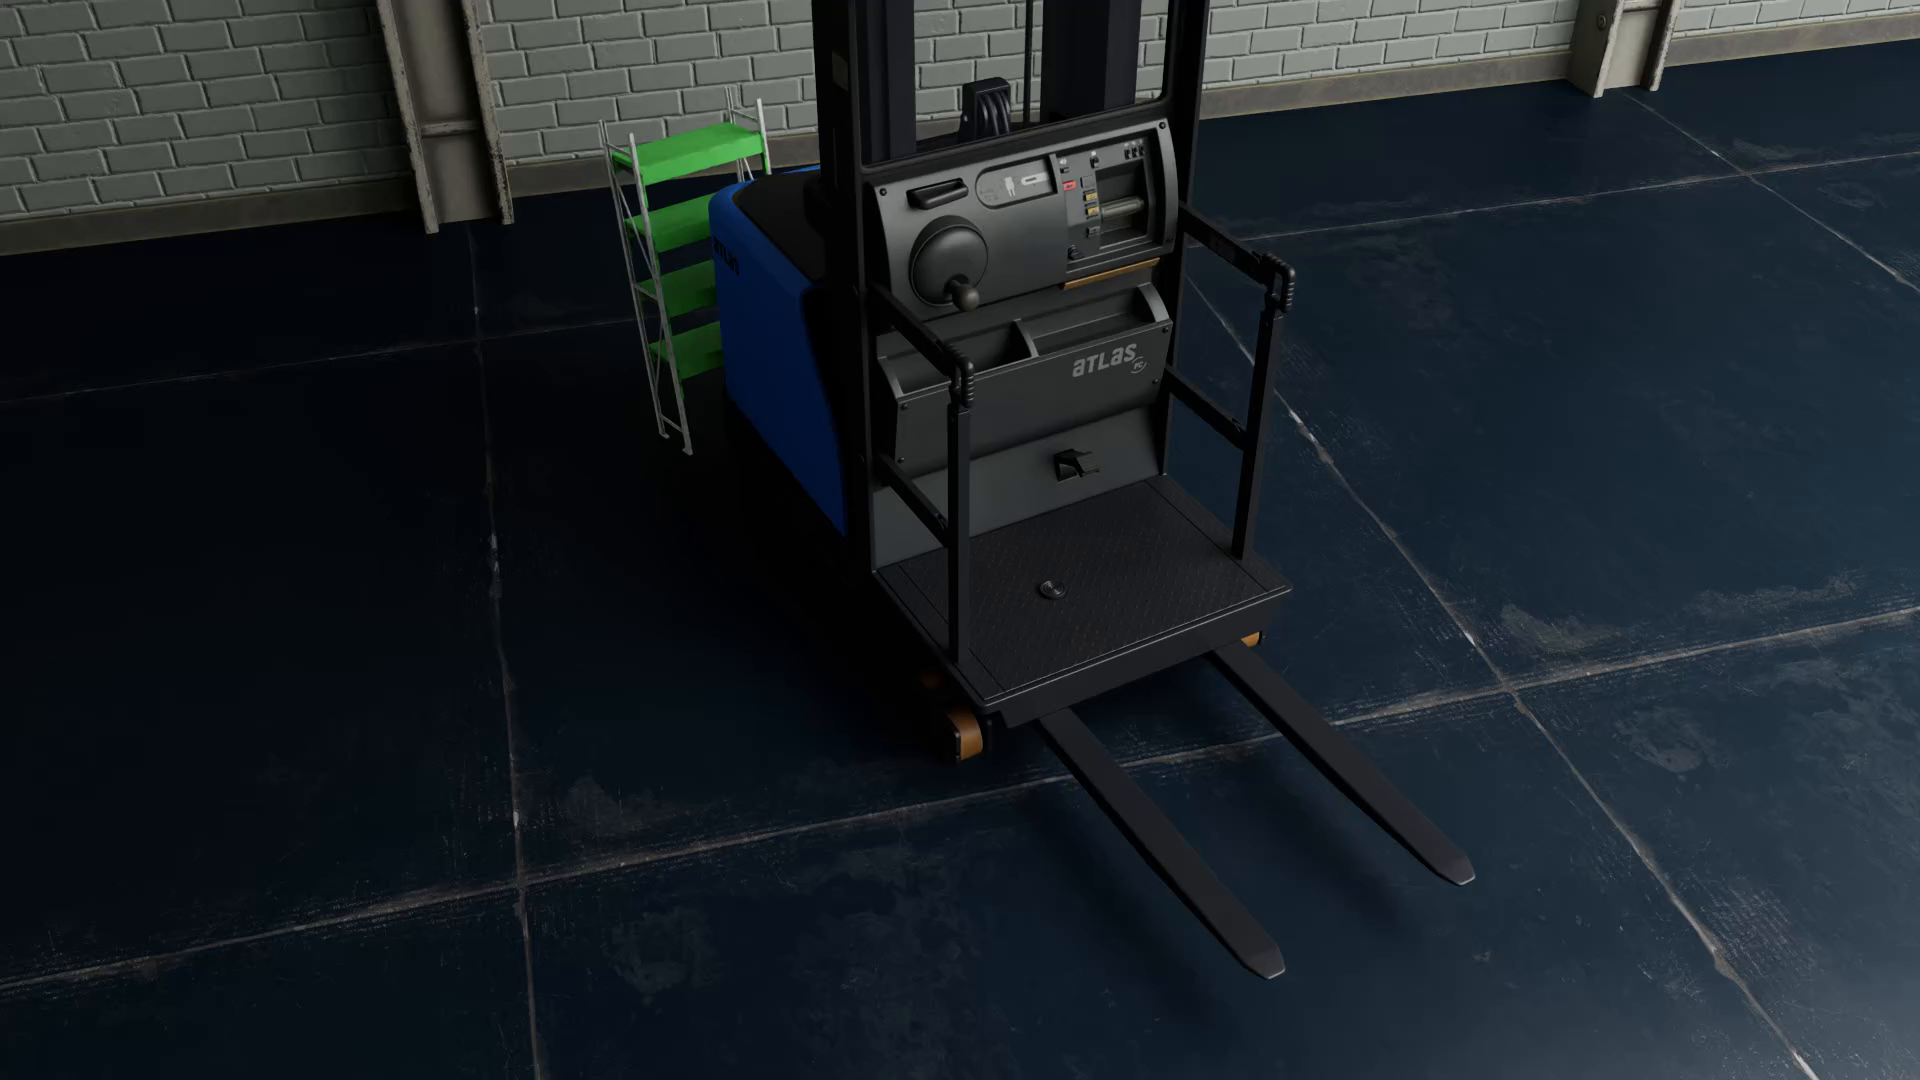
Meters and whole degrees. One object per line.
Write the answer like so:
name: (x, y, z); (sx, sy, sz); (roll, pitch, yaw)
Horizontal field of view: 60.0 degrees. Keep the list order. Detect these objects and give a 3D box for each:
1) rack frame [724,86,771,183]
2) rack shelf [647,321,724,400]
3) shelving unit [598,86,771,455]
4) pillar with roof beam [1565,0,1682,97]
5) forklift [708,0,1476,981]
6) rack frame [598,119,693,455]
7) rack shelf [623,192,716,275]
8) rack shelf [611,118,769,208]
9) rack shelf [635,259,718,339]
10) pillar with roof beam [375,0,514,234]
rack frame: (-0.712, -1.046, 6.107); (0.015, 1.200, 0.240); (-24, 35, -28)
rack shelf: (-0.883, -0.698, 6.147); (0.480, 0.148, 0.258); (-24, 35, -28)
shelving unit: (-0.909, -0.959, 5.992); (0.503, 1.200, 0.258); (-24, 35, -28)
pillar with roof beam: (4.631, -3.517, 2.941); (0.400, 9.000, 9.100); (-9, 38, -12)
forklift: (0.301, -0.832, 4.425); (1.130, 2.935, 3.031); (-18, 41, -23)
rack frame: (-1.106, -0.872, 5.878); (0.015, 1.200, 0.240); (-24, 35, -28)
rack shelf: (-0.923, -1.110, 5.903); (0.480, 0.148, 0.258); (-24, 35, -28)
rack shelf: (-0.943, -1.315, 5.780); (0.480, 0.148, 0.258); (-24, 35, -28)
rack shelf: (-0.903, -0.904, 6.025); (0.480, 0.148, 0.258); (-24, 35, -28)
pillar with roof beam: (-1.161, -2.566, 1.698); (0.400, 9.000, 9.100); (-9, 38, -12)
